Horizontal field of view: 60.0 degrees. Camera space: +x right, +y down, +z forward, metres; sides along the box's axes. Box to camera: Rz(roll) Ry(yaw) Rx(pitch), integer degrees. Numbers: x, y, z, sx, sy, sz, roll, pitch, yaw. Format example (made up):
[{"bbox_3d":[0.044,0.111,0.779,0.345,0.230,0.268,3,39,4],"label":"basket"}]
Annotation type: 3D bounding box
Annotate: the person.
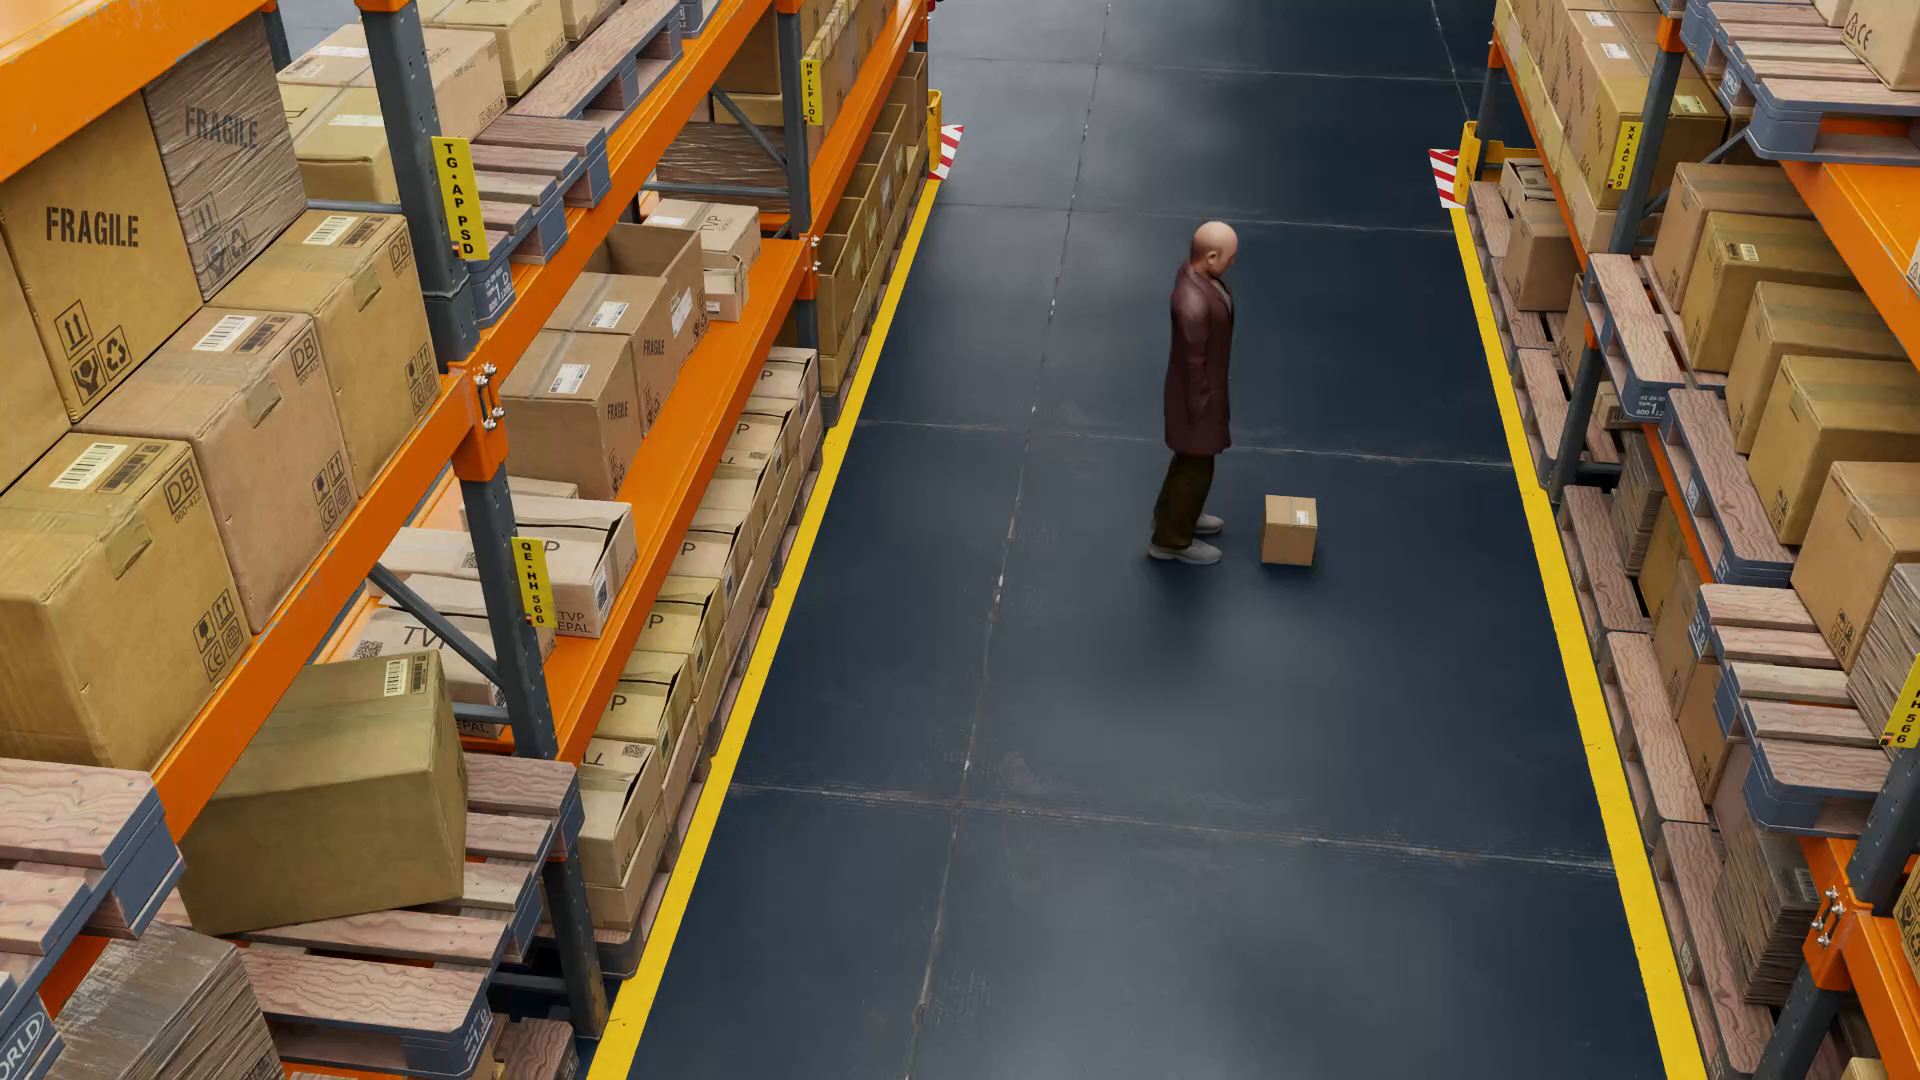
[{"bbox_3d":[1.167,-0.644,8.126,0.378,1.587,0.564,5,36,7],"label":"person"}]
